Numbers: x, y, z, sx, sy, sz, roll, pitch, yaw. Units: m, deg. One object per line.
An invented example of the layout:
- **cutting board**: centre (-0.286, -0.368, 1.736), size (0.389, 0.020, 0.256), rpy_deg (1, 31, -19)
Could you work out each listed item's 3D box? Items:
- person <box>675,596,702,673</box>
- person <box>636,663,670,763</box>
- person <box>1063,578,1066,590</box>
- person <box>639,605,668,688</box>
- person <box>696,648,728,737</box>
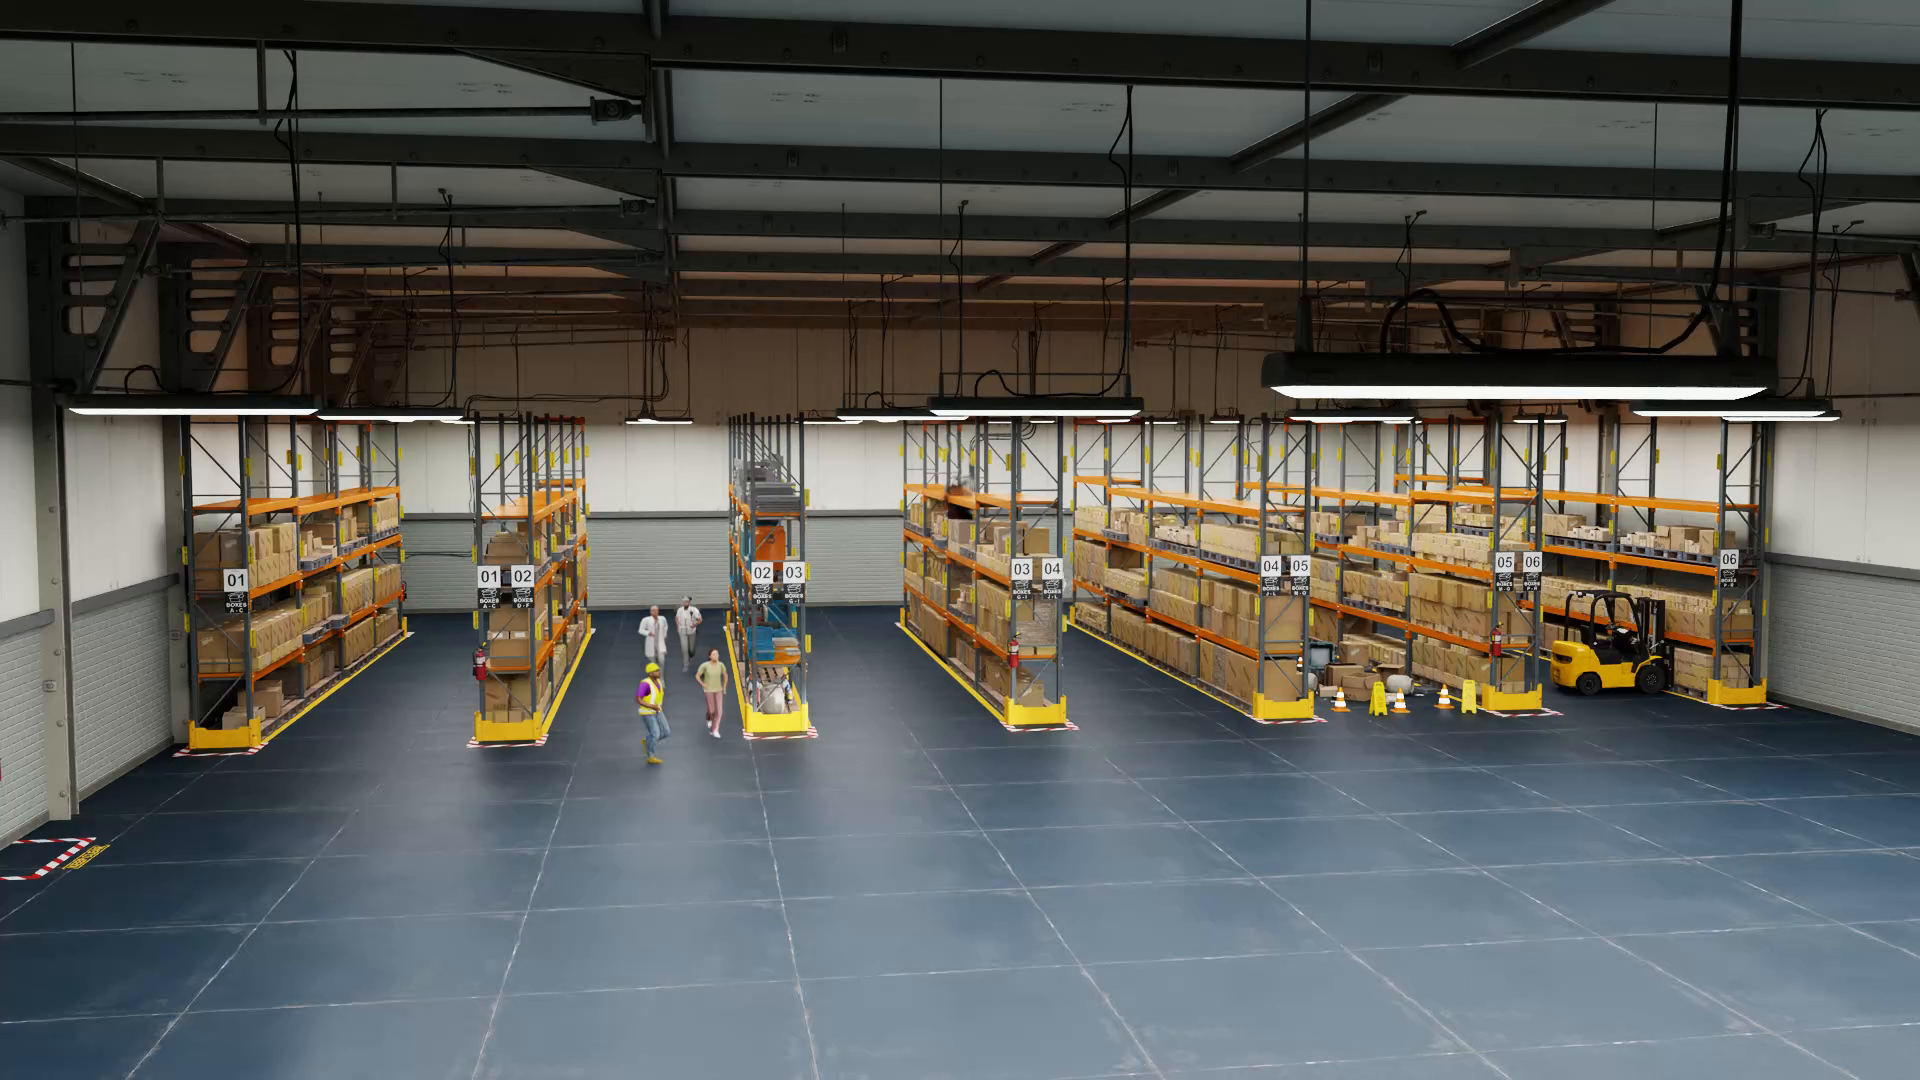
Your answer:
- **person**: centre (-6.415, 2.189, 39.150), size (0.621, 1.789, 0.809), rpy_deg (0, 4, -1)
- **person**: centre (-5.236, 2.942, 28.300), size (0.569, 1.718, 0.711), rpy_deg (2, 4, 23)
- **person**: centre (2.790, 1.556, 49.148), size (0.853, 1.644, 0.675), rpy_deg (-4, 5, -44)
- **person**: centre (-6.743, 2.388, 36.684), size (0.689, 1.755, 0.833), rpy_deg (-1, 4, -21)
- **person**: centre (-4.594, 2.873, 30.890), size (0.612, 1.548, 0.563), rpy_deg (-2, 4, -23)
